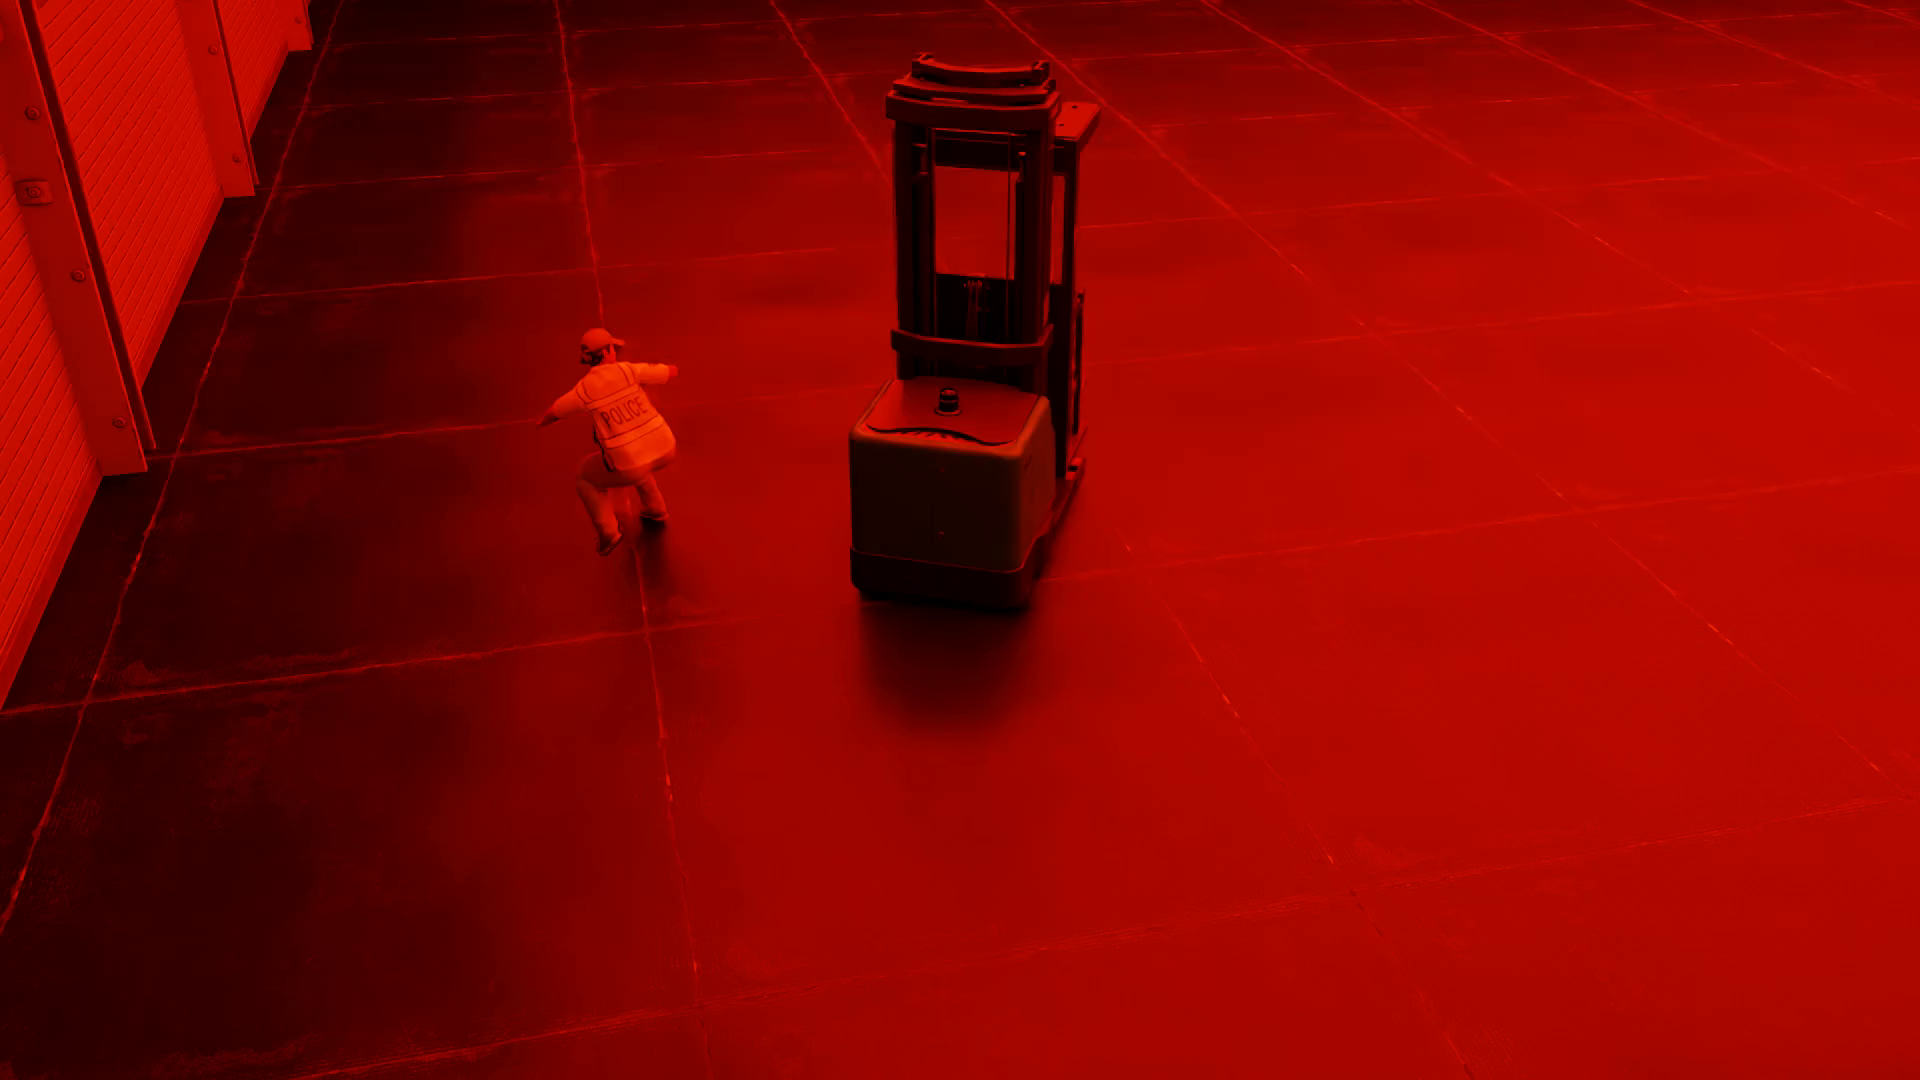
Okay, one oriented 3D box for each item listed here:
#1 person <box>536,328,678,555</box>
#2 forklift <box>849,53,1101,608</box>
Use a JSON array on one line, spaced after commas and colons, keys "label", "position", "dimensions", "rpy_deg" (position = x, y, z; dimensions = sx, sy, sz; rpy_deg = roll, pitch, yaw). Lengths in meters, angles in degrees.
[{"label": "person", "position": [-2.124, -0.654, 10.271], "dimensions": [0.739, 1.412, 0.909], "rpy_deg": [-22, 37, -33]}, {"label": "forklift", "position": [0.221, -1.600, 10.339], "dimensions": [1.130, 2.935, 3.031], "rpy_deg": [8, 31, 13]}]
